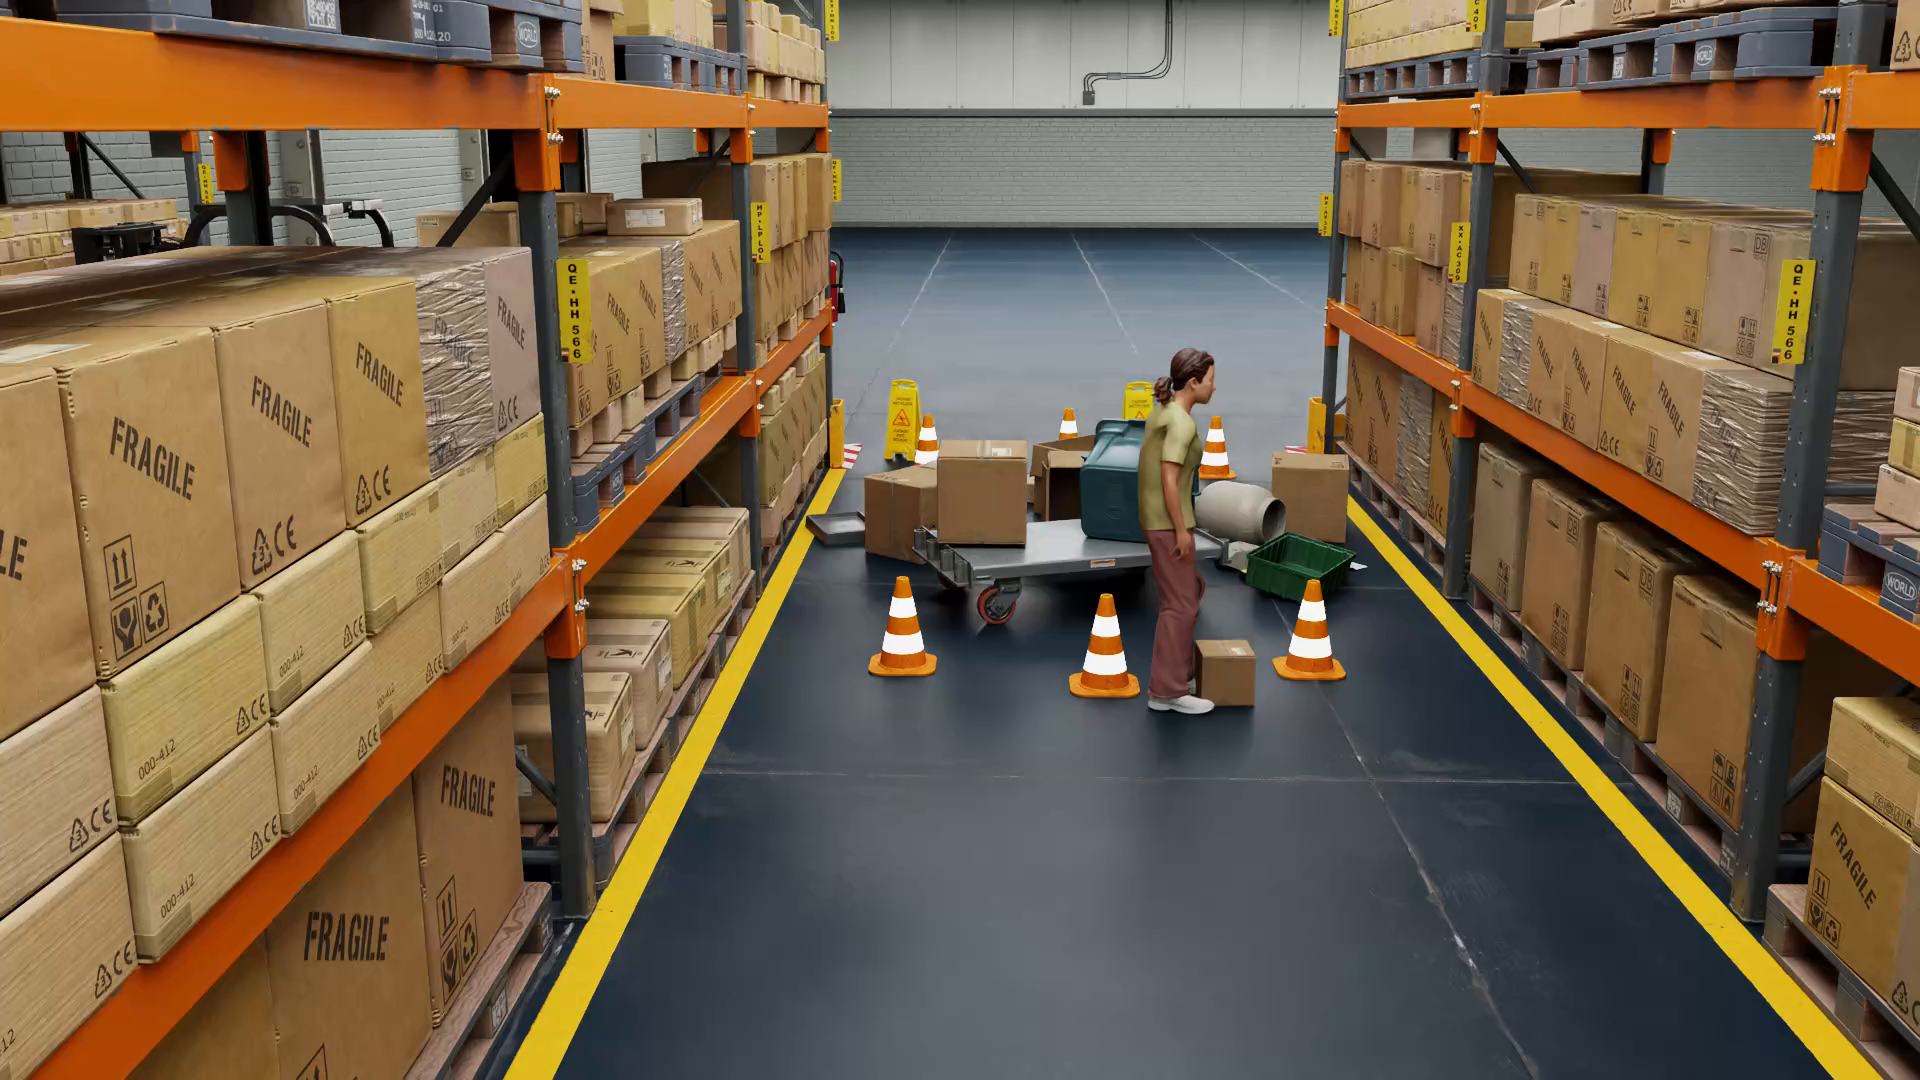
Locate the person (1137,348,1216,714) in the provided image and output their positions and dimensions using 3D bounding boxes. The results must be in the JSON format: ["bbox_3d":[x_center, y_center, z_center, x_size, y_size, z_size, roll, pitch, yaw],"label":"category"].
[{"bbox_3d":[1.032,-0.057,7.734,0.416,1.671,0.502,0,14,-1],"label":"person"}]
